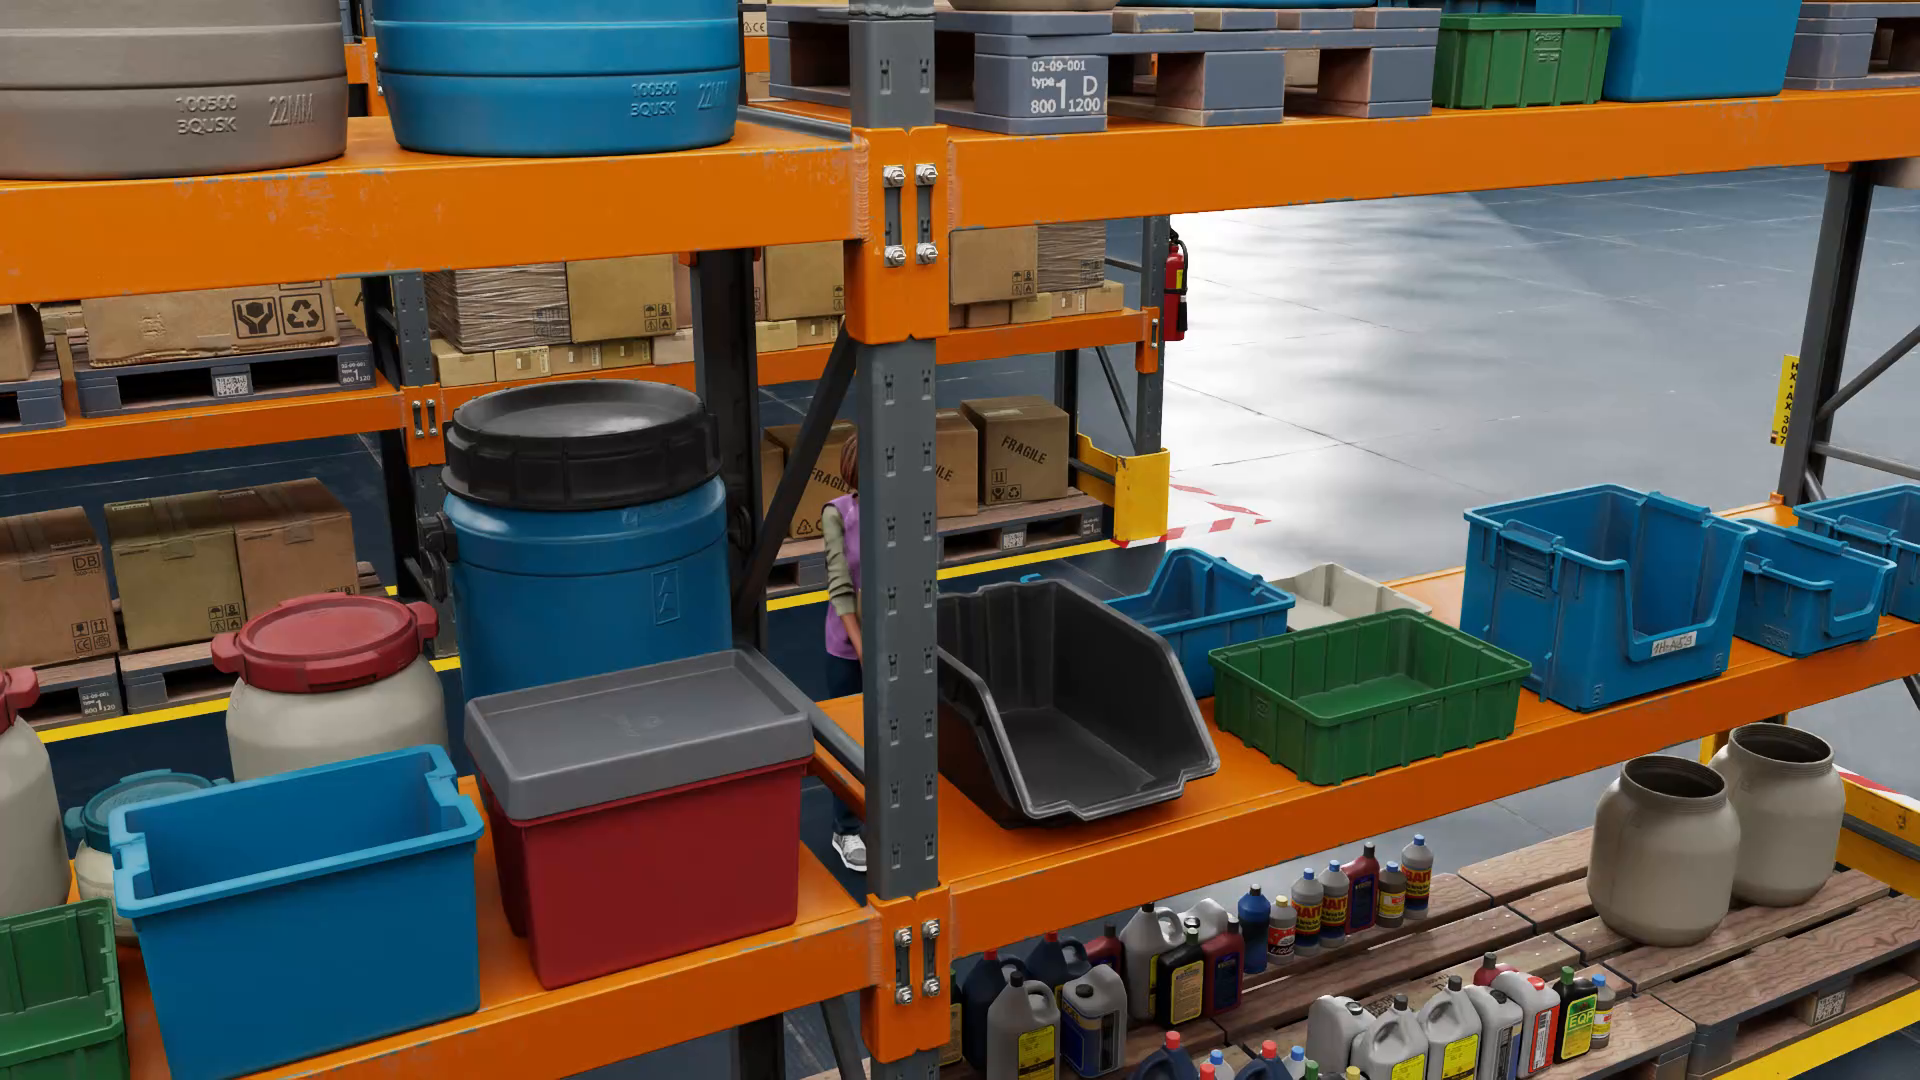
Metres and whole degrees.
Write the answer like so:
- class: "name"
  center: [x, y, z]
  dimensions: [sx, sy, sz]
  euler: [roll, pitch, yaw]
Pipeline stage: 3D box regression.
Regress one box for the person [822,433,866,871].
- class: "person"
  center: [-0.264, 0.418, 5.853]
  dimensions: [0.401, 1.596, 0.485]
  euler: [-10, 21, -26]
